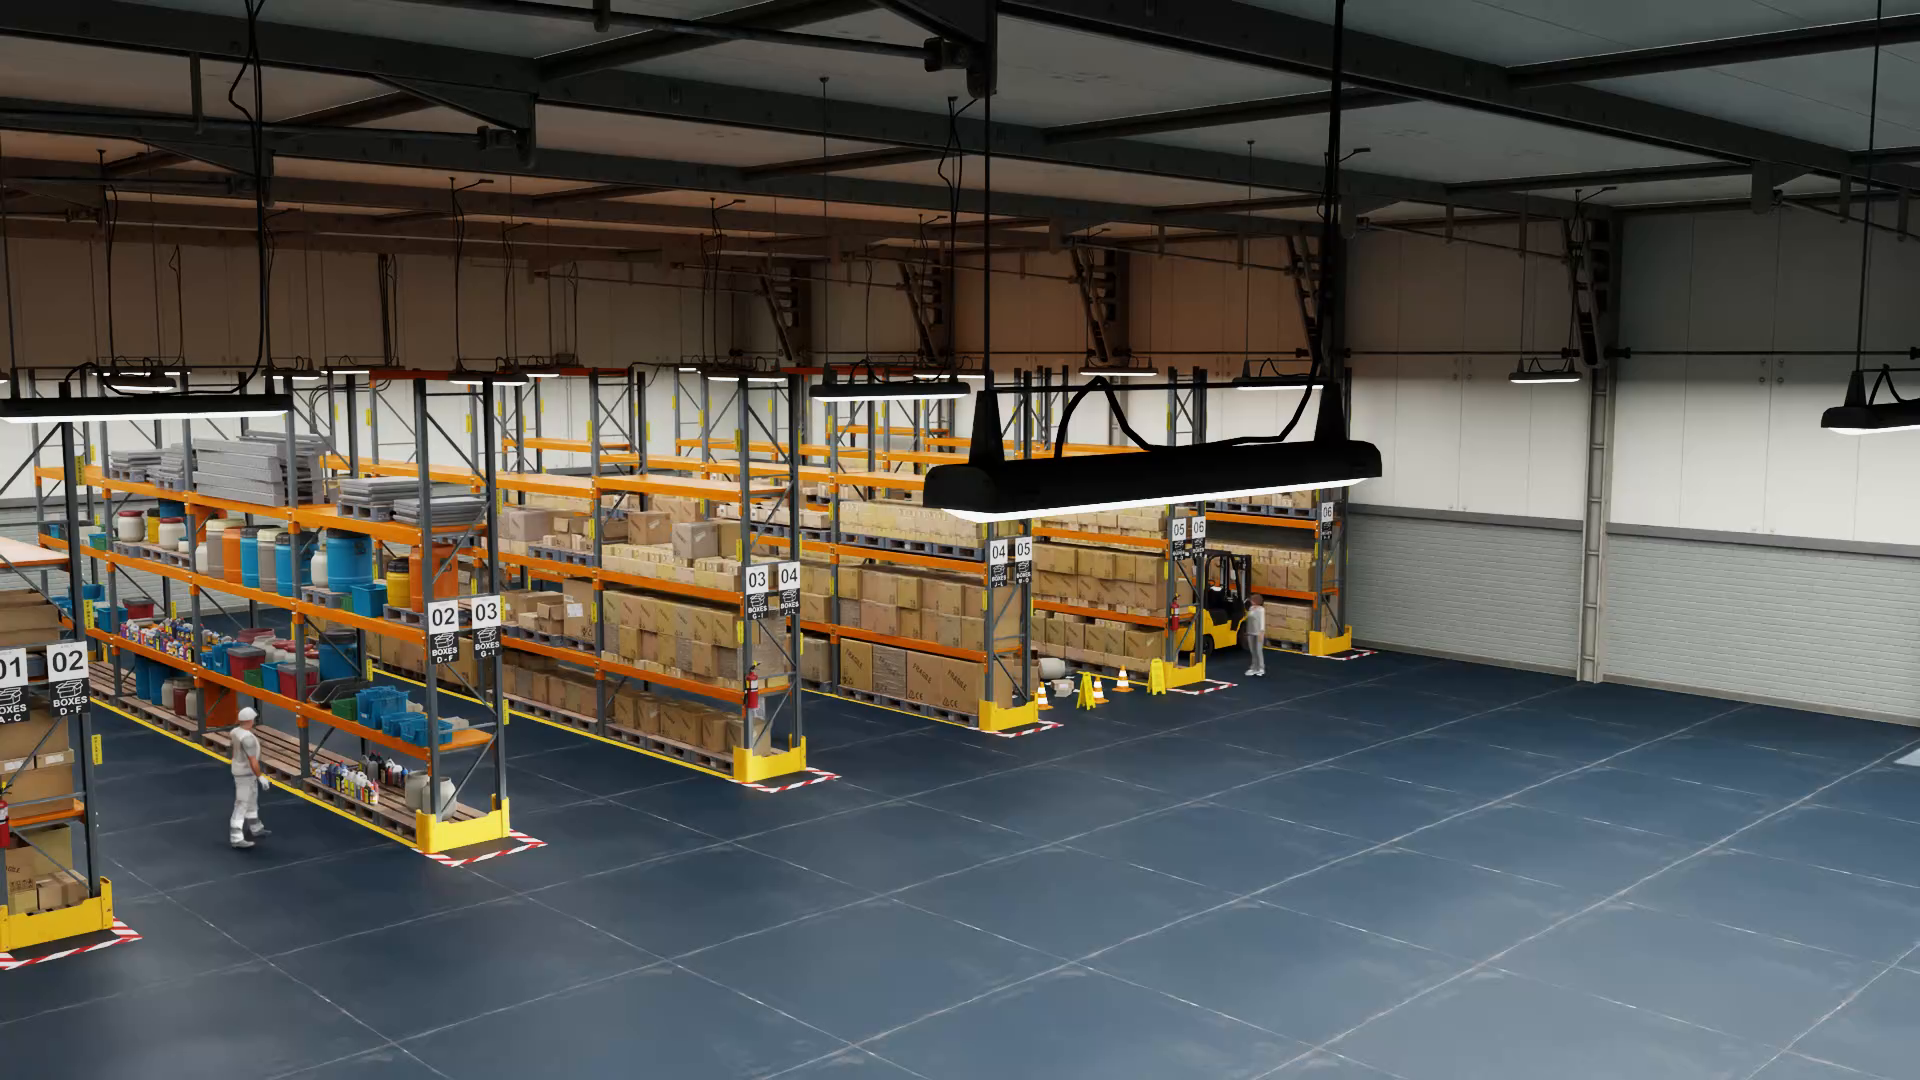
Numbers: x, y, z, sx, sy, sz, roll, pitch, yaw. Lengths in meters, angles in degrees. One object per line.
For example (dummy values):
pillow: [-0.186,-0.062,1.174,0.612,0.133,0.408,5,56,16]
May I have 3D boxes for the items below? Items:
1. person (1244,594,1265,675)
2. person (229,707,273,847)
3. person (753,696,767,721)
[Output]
person: [5.812,1.857,32.636,0.354,1.613,0.458,-5,8,-37]
person: [-9.179,3.034,21.474,0.569,1.807,0.677,-4,7,-30]
person: [-3.386,2.323,27.626,0.531,1.776,0.670,-2,7,-16]
